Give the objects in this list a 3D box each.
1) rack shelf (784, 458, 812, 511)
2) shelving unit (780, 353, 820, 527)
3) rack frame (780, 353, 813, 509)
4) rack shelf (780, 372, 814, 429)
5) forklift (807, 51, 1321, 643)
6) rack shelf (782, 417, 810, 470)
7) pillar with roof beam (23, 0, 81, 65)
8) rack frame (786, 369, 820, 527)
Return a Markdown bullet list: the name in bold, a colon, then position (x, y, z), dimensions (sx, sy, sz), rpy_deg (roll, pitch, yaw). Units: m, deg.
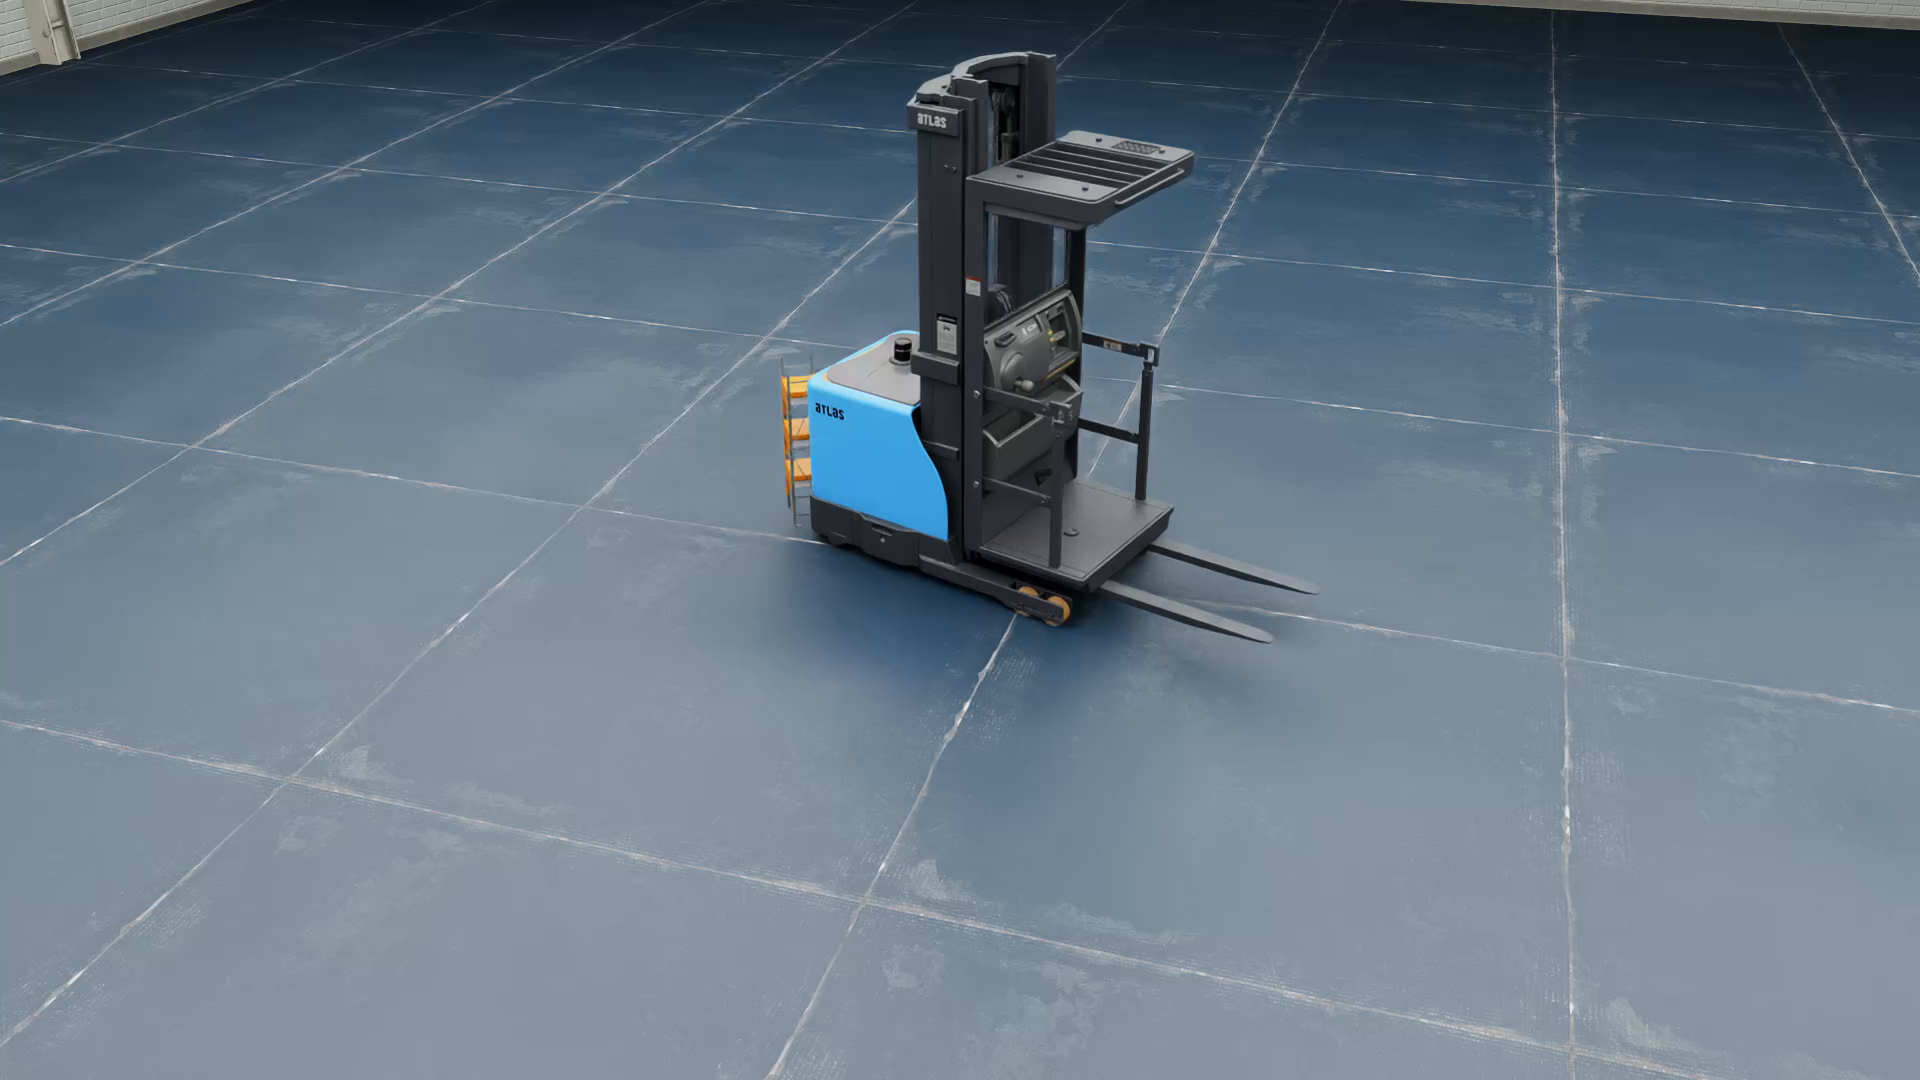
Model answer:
- **rack shelf**: position (-0.975, -0.361, 10.446), dimensions (0.215, 0.259, 0.240), rpy_deg (-7, 30, -12)
- **shelving unit**: position (-0.973, -0.613, 10.306), dimensions (0.215, 1.050, 0.252), rpy_deg (-7, 30, -12)
- **rack frame**: position (-1.003, -0.671, 10.409), dimensions (0.200, 1.050, 0.008), rpy_deg (-7, 30, -12)
- **rack shelf**: position (-0.971, -0.852, 10.173), dimensions (0.215, 0.259, 0.240), rpy_deg (-7, 30, -12)
- **forklift**: position (0.585, -1.087, 9.225), dimensions (3.031, 2.935, 1.130), rpy_deg (18, 34, 29)
- **rack shelf**: position (-0.973, -0.604, 10.311), dimensions (0.215, 0.259, 0.240), rpy_deg (-7, 30, -12)
- **pillar with roof beam**: position (-7.432, -9.469, 18.051), dimensions (9.100, 9.000, 0.400), rpy_deg (8, 30, 15)
- **rack frame**: position (-0.943, -0.555, 10.202), dimensions (0.200, 1.050, 0.008), rpy_deg (-7, 30, -12)
